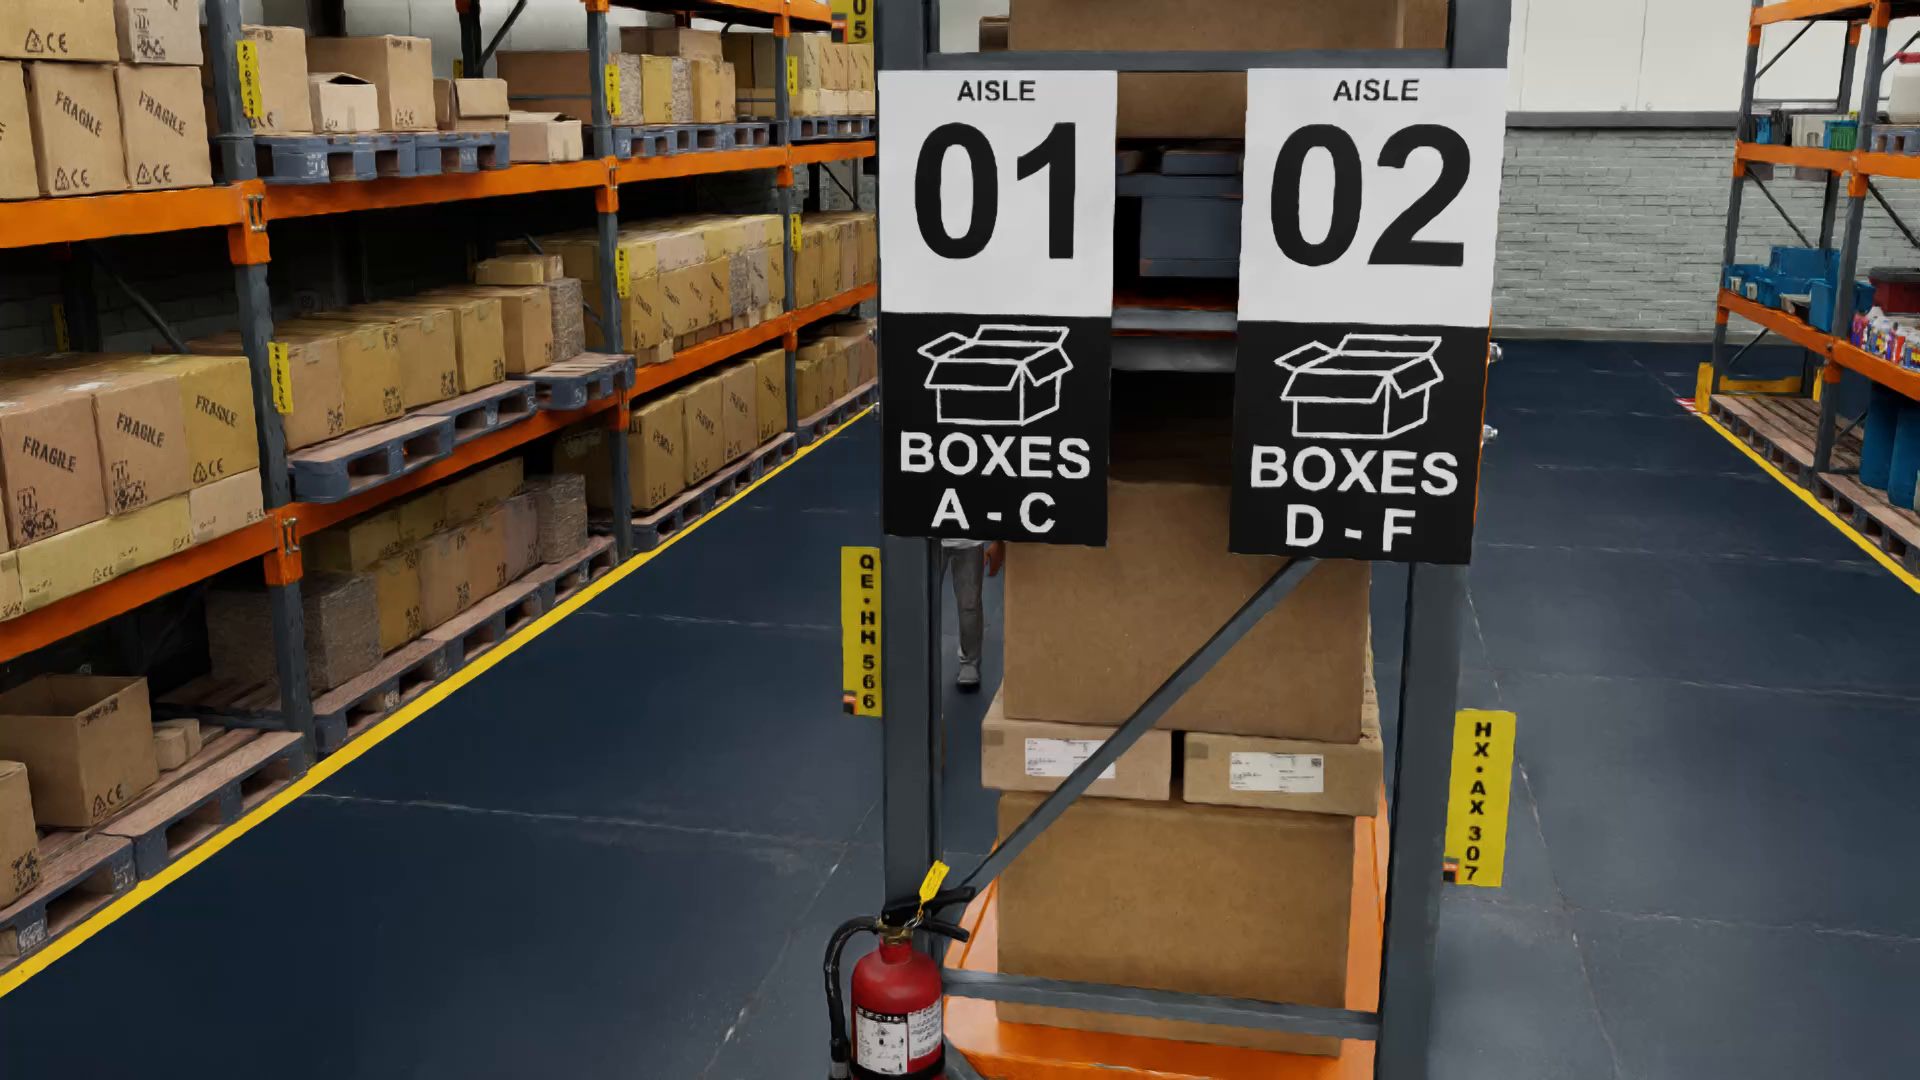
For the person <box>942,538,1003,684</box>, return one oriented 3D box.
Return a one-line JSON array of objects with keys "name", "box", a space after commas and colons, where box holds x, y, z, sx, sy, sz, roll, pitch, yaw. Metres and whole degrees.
[{"name": "person", "box": [-0.047, -0.003, 8.935, 0.597, 1.739, 0.795, 3, 15, 13]}]
